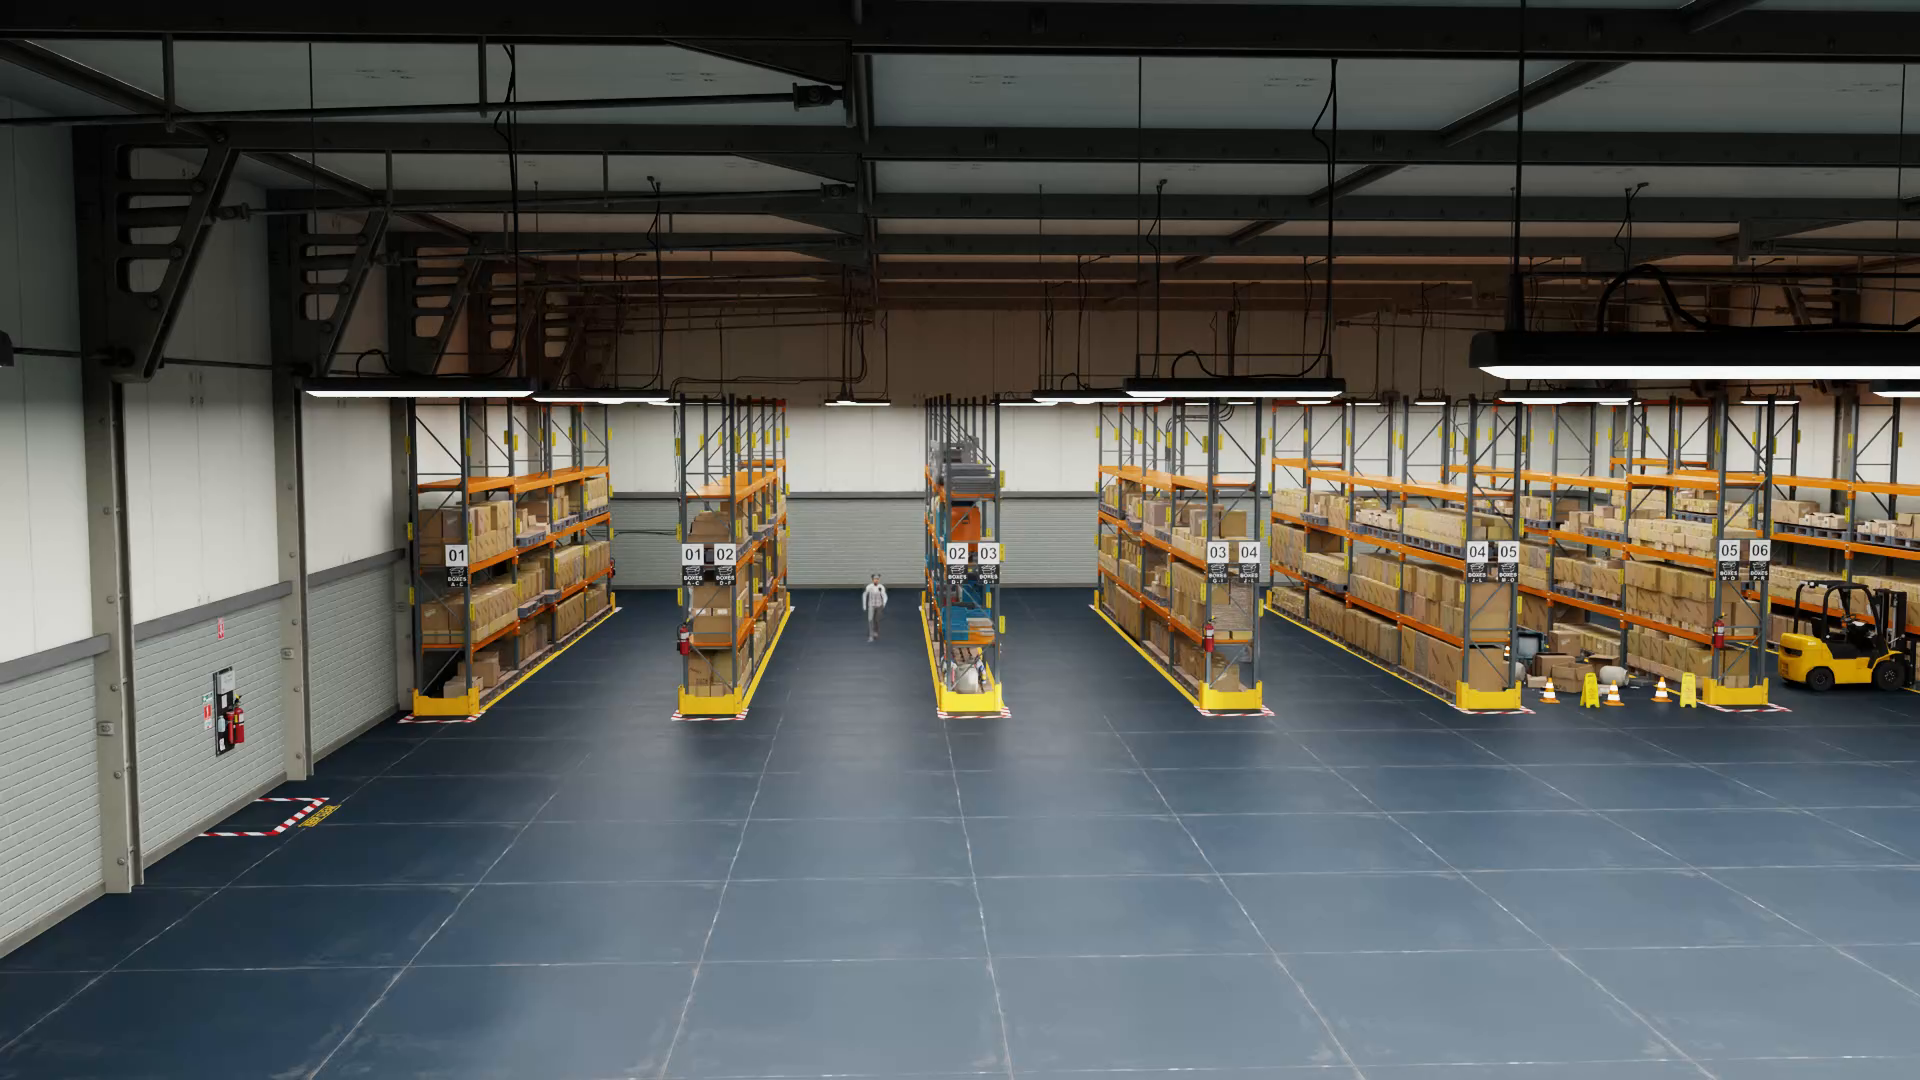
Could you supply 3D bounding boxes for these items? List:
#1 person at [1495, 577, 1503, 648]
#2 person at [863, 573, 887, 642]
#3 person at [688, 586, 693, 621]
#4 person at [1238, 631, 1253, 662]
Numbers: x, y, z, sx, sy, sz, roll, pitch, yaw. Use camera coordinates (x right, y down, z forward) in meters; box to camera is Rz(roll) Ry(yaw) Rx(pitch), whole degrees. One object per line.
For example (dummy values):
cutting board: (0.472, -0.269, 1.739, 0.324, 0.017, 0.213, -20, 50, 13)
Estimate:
person: (12.644, 1.754, 39.063, 0.446, 1.787, 0.620, 2, 5, 19)
person: (-2.106, 1.655, 41.190, 0.603, 1.675, 0.939, 0, 5, 0)
person: (-7.056, 1.310, 44.545, 0.508, 1.809, 0.568, 1, 5, 11)
person: (6.528, 1.895, 37.633, 0.443, 1.731, 0.599, 0, 5, 1)
